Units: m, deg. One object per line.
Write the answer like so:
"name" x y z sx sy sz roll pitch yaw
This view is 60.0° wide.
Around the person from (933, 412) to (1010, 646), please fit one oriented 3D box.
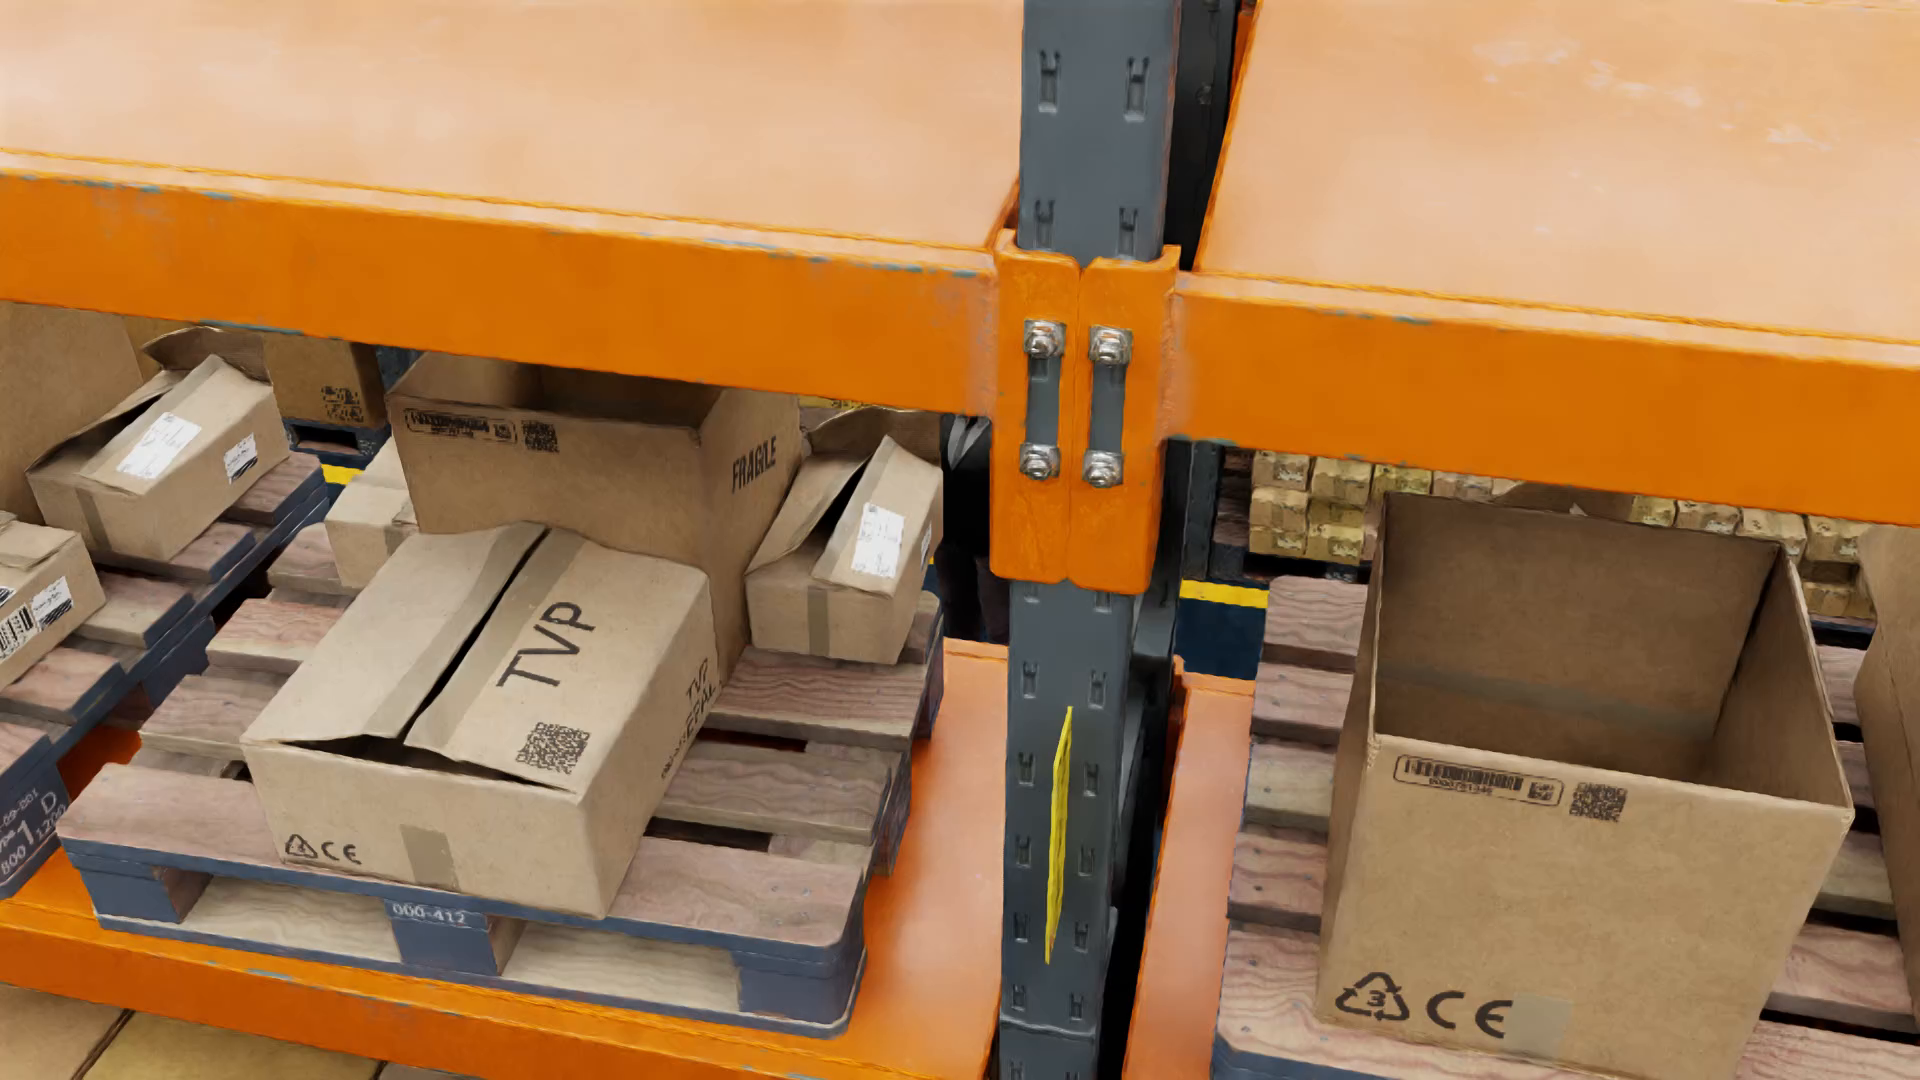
"person" 0.075 -0.025 6.672 0.567 1.726 0.358 24 43 29
